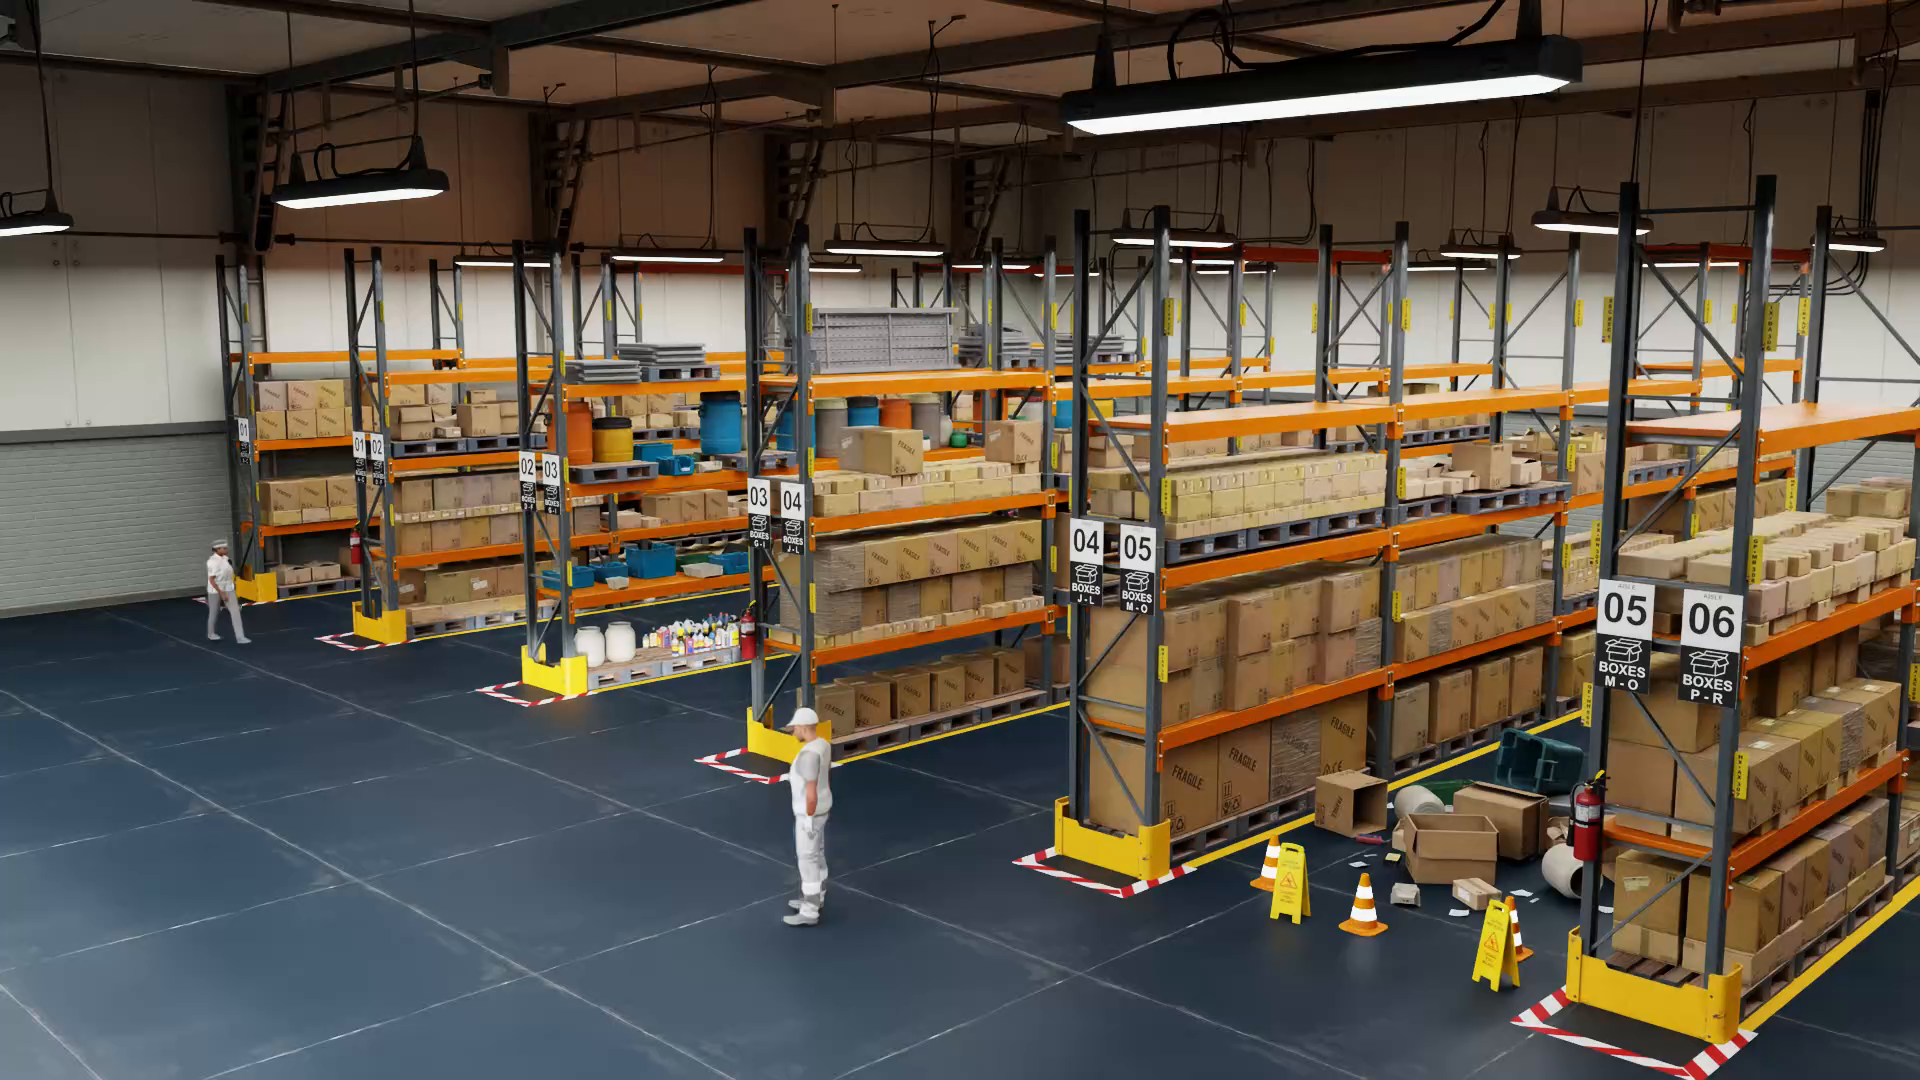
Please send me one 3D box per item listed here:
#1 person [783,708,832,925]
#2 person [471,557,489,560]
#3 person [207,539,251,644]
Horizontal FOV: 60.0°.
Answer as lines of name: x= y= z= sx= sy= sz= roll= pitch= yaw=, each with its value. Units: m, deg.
person: x=-1.289 y=2.298 z=14.043 sx=0.408 sy=1.780 sz=0.610 roll=1 pitch=8 yaw=8
person: x=-8.282 y=0.297 z=28.829 sx=0.458 sy=1.604 sz=0.356 roll=-5 pitch=9 yaw=-30
person: x=-11.200 y=0.773 z=25.270 sx=0.431 sy=1.600 sz=1.057 roll=-7 pitch=11 yaw=-42
